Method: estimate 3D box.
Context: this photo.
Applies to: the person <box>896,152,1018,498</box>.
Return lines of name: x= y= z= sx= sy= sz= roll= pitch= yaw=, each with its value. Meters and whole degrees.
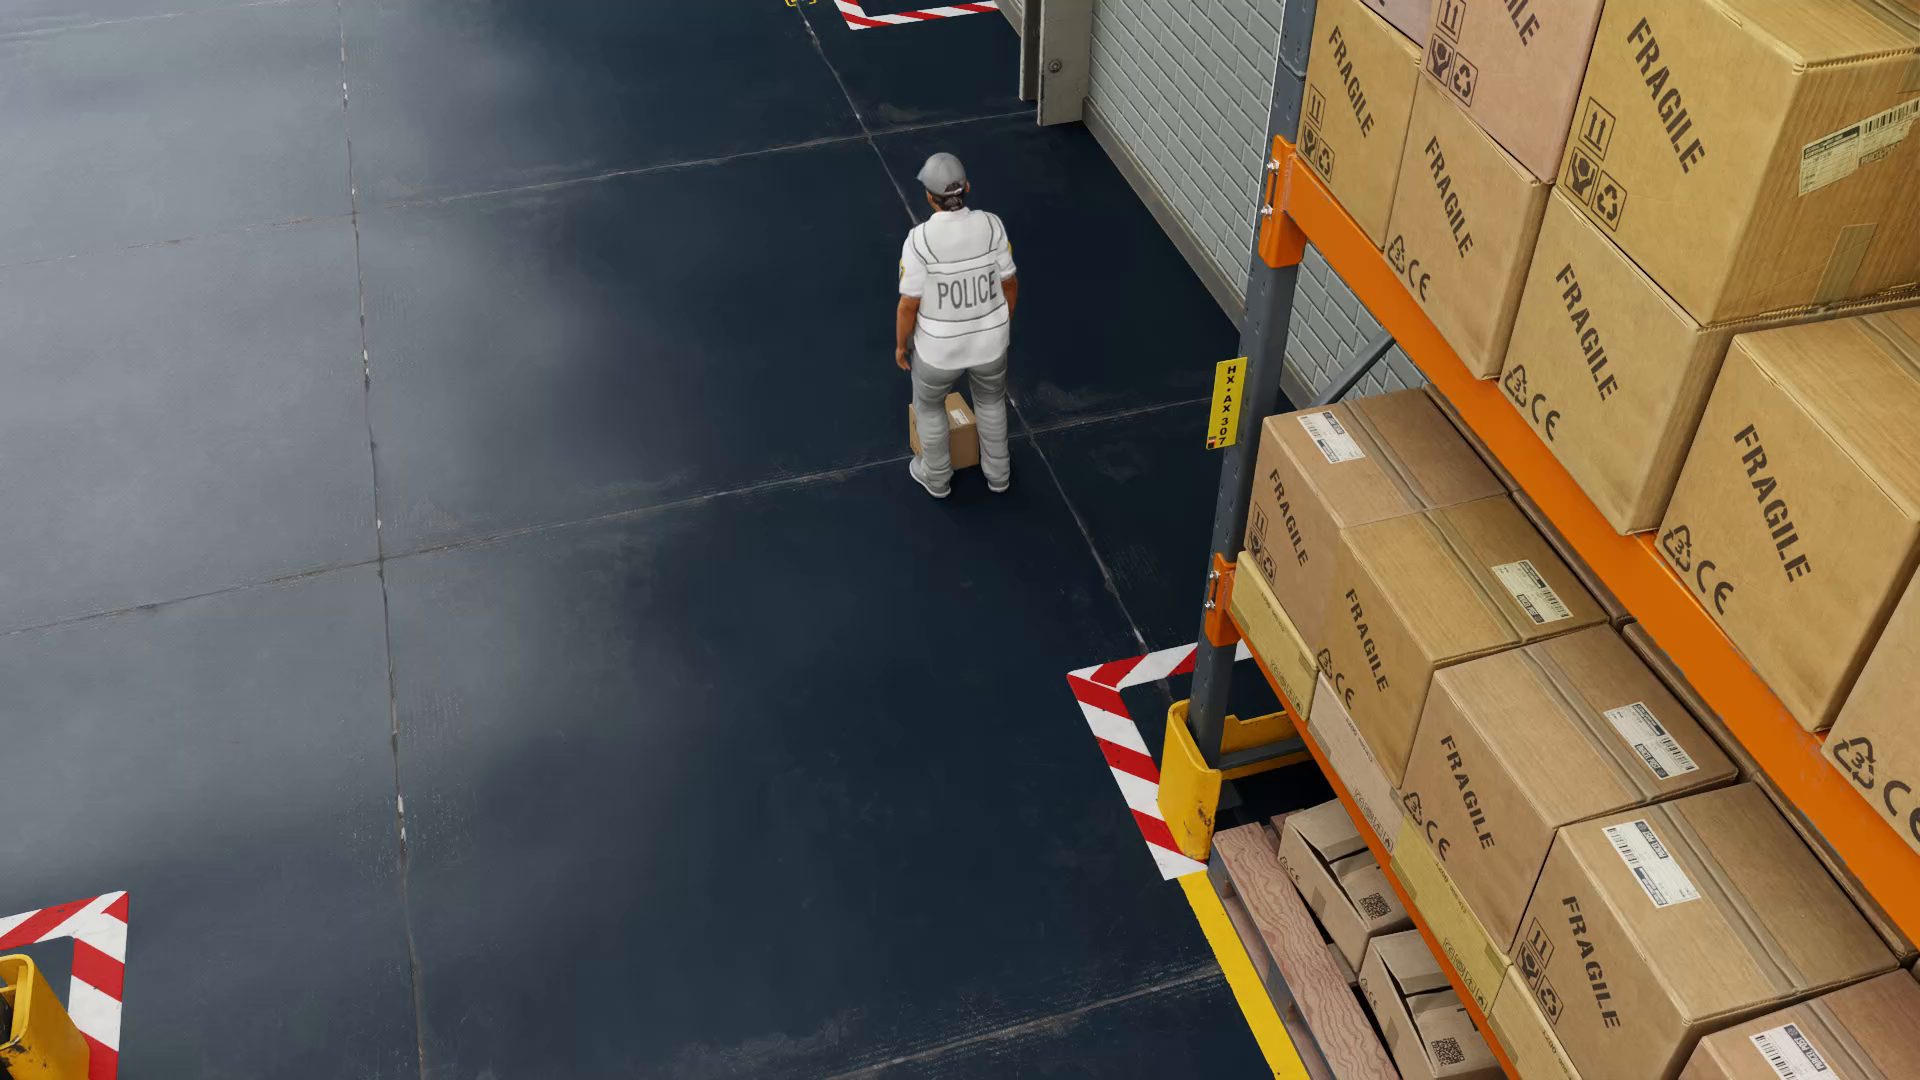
person: x=-0.012 y=-0.874 z=7.109 sx=0.554 sy=1.666 sz=0.470 roll=-13 pitch=44 yaw=-14
